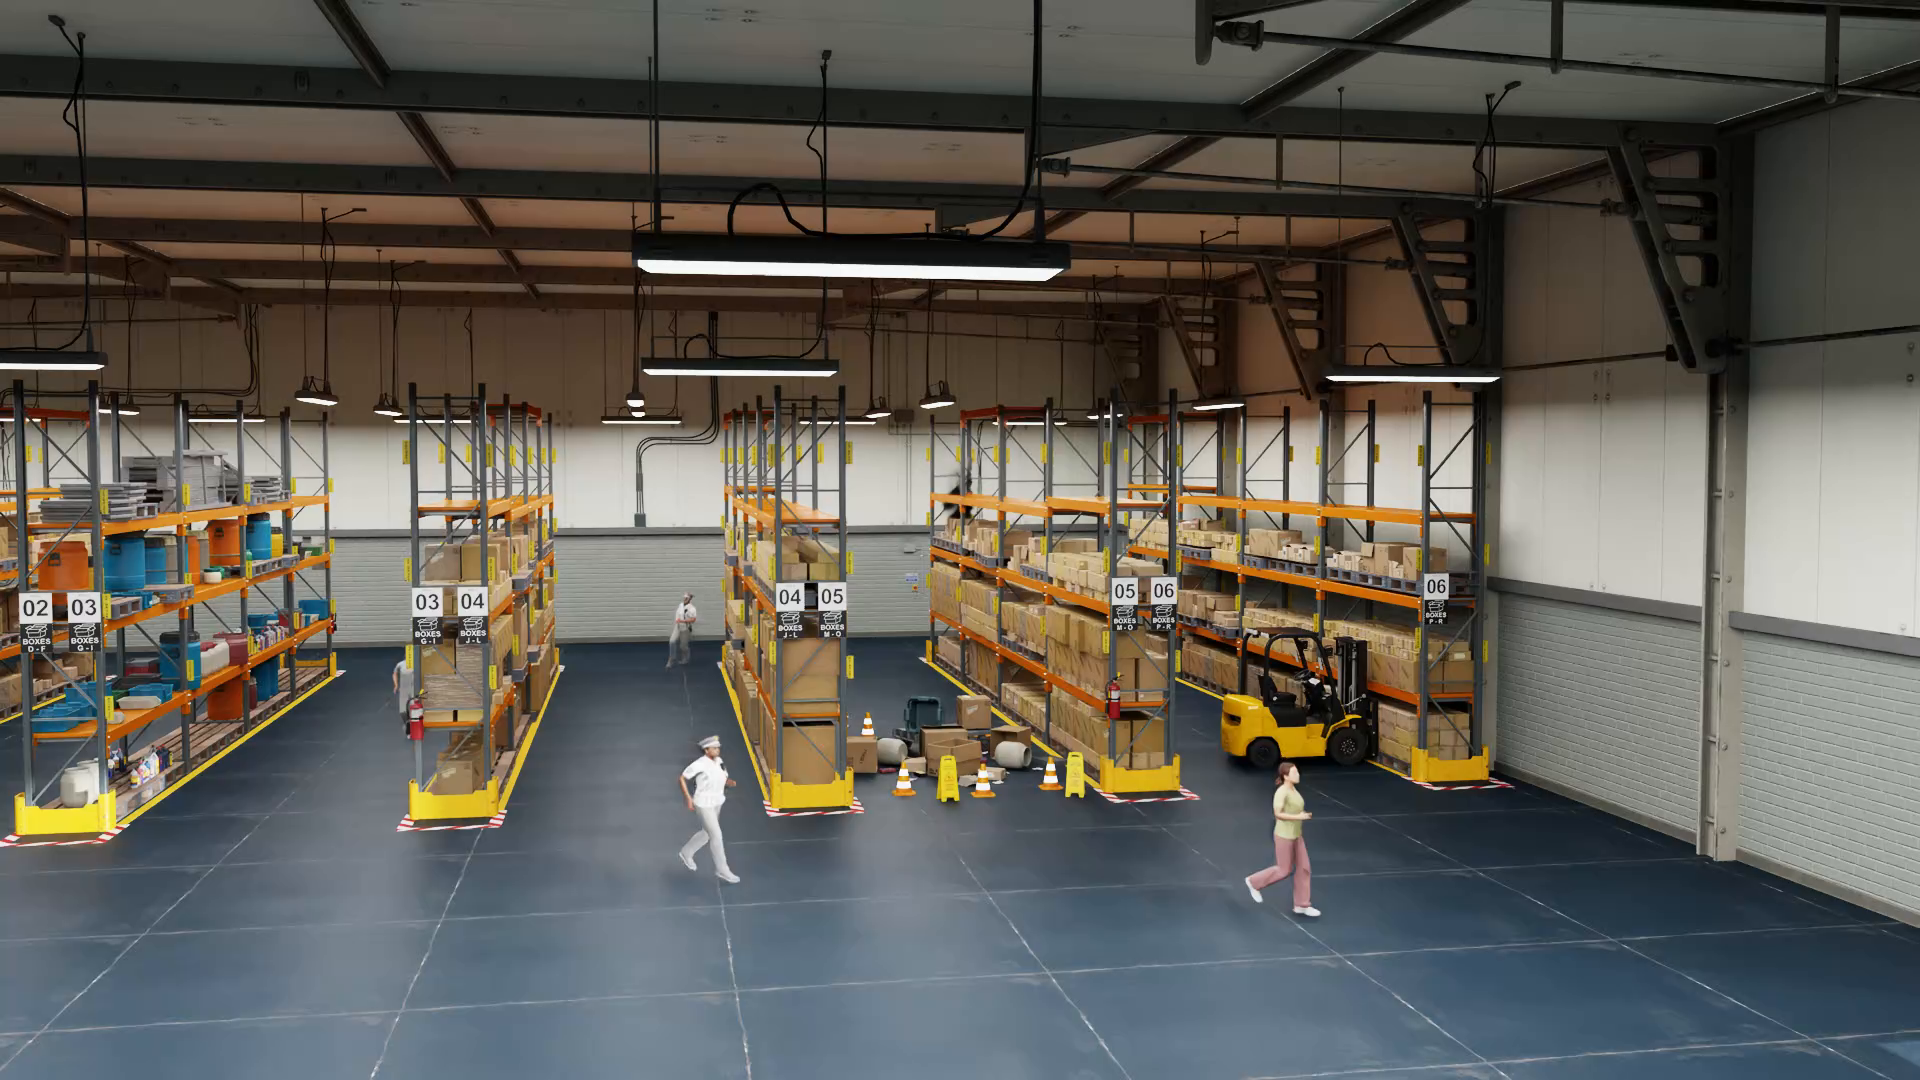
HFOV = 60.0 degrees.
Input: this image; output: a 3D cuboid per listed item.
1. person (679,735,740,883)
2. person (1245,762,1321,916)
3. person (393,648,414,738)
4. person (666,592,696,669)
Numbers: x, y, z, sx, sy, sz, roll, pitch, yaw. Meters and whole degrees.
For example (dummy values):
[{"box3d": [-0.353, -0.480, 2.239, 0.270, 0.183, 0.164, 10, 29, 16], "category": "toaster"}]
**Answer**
[{"box3d": [-2.971, 3.135, 19.606, 0.915, 1.696, 0.568, 2, 3, 29], "category": "person"}, {"box3d": [3.546, 3.239, 18.171, 0.856, 1.648, 0.592, 2, 3, 33], "category": "person"}, {"box3d": [-9.747, 2.698, 29.394, 0.551, 1.630, 0.553, -1, 3, -14], "category": "person"}, {"box3d": [-6.546, 2.126, 39.379, 0.663, 1.783, 0.804, 1, 3, 26], "category": "person"}]
